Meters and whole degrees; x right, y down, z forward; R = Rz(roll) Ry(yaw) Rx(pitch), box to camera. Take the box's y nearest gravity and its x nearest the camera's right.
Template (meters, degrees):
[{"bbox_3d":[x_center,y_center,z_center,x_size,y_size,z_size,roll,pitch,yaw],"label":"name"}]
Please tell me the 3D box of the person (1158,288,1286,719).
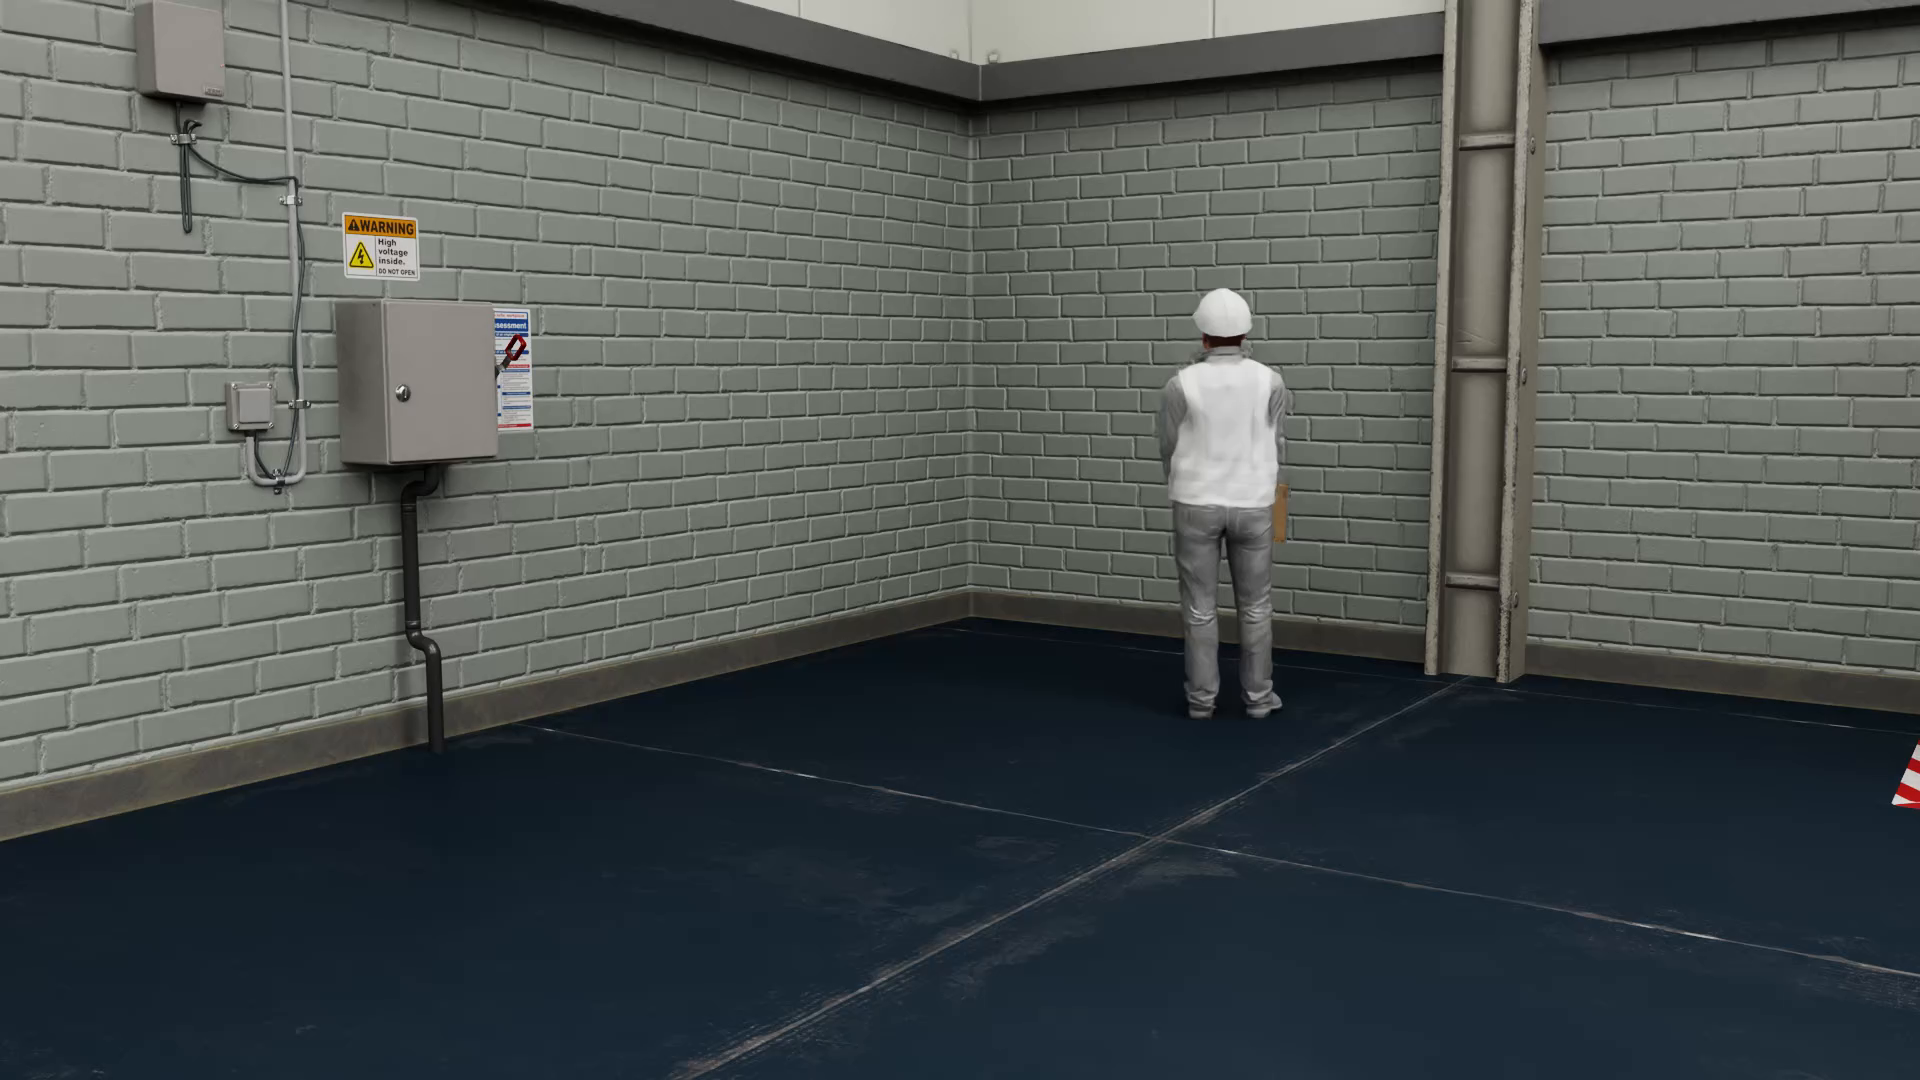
[{"bbox_3d":[1.100,-0.147,6.933,0.566,1.780,0.504,0,6,0],"label":"person"}]
